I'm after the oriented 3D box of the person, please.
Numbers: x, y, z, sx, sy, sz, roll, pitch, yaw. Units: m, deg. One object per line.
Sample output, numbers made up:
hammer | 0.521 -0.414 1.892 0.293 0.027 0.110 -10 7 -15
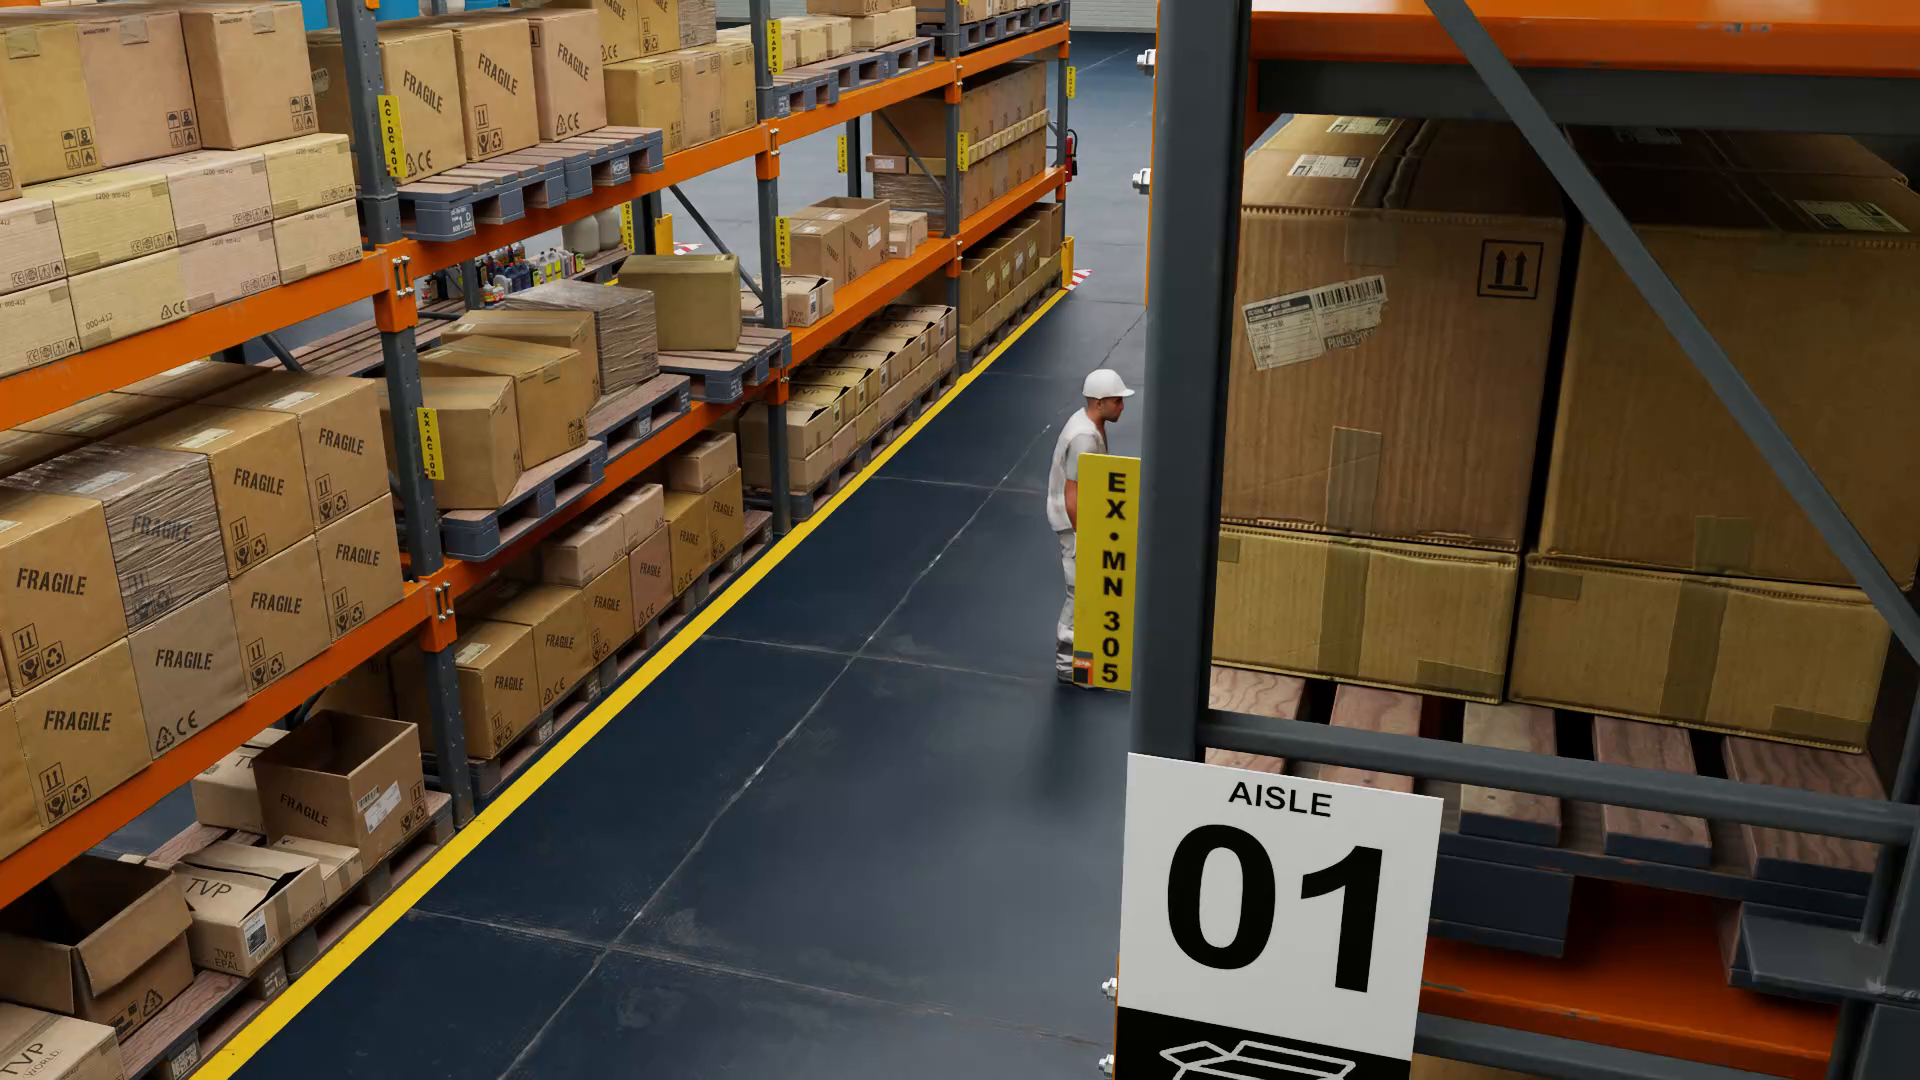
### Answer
person | 0.717 -0.086 9.288 0.453 1.776 0.616 5 22 12
